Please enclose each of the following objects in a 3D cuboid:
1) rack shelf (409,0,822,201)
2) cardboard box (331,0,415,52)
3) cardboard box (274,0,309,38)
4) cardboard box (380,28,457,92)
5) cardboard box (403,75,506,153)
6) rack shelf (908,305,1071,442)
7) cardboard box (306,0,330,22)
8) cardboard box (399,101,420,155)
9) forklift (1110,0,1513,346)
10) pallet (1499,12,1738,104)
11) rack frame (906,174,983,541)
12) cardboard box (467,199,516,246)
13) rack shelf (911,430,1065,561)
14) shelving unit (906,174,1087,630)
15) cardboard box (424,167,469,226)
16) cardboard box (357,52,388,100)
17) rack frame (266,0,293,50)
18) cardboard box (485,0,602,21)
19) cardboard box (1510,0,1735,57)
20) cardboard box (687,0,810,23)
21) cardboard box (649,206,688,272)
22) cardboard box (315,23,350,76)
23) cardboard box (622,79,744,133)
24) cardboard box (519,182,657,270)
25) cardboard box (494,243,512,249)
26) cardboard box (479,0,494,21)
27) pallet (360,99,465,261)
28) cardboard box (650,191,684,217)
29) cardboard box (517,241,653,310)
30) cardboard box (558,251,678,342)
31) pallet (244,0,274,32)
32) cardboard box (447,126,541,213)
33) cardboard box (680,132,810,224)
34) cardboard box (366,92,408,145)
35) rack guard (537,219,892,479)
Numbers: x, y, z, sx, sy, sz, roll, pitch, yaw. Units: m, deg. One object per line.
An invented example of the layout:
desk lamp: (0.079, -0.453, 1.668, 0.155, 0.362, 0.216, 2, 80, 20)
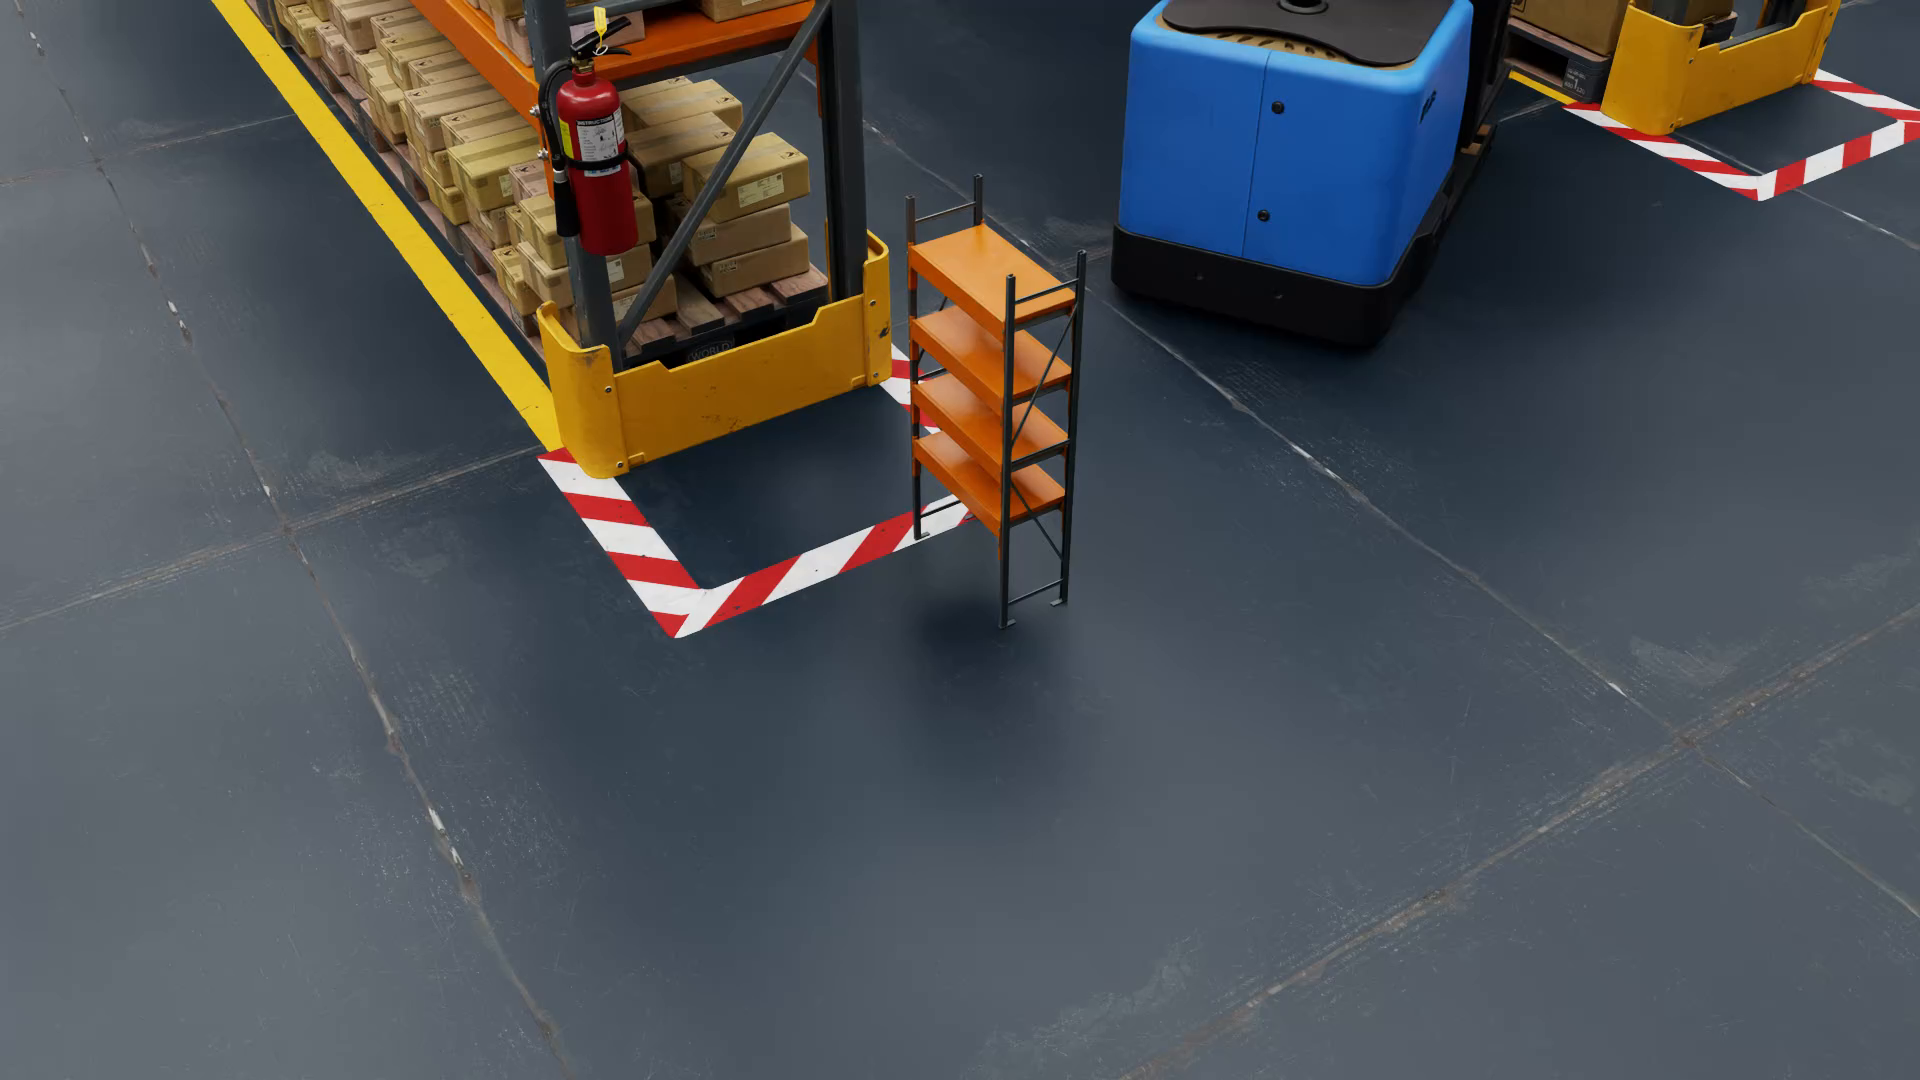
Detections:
rack shelf: (-1.838, -2.393, 6.340, 1.077, 0.370, 4.000, -22, 45, -24)
cardboard box: (-2.400, -2.199, 6.980, 0.380, 0.149, 0.250, -21, 44, -24)
cardboard box: (-2.988, -2.507, 7.815, 0.380, 0.149, 0.250, -24, 46, -26)
cardboard box: (-2.084, -1.934, 6.661, 0.380, 0.149, 0.250, -22, 45, -24)
cardboard box: (-1.871, -1.621, 6.287, 0.380, 0.149, 0.250, -21, 44, -23)
rack shelf: (0.089, -0.492, 4.658, 0.258, 0.148, 0.480, -22, 45, -24)
cardboard box: (-2.776, -2.517, 7.594, 0.380, 0.149, 0.250, -22, 45, -24)
cardboard box: (-1.979, -1.656, 6.561, 0.380, 0.149, 0.250, -20, 44, -22)
forklift: (1.671, -2.764, 6.277, 1.130, 2.935, 3.031, 17, 43, 20)
pallet: (2.978, -2.576, 8.176, 1.003, 0.211, 1.213, -22, 45, -24)
rack frame: (-0.042, -0.503, 4.917, 0.240, 1.200, 0.015, -22, 45, -24)
cardboard box: (-1.568, -1.236, 6.057, 0.380, 0.149, 0.250, -24, 45, -26)
rack shelf: (0.089, -0.167, 4.929, 0.258, 0.148, 0.480, -22, 45, -24)
shelving unit: (0.089, -0.372, 4.759, 0.258, 1.200, 0.503, -22, 45, -24)
cardboard box: (-1.848, -1.389, 6.473, 0.380, 0.149, 0.250, -24, 46, -26)
cardboard box: (-2.262, -1.937, 6.898, 0.380, 0.149, 0.250, -23, 45, -25)
rack frame: (-2.913, -3.748, 7.405, 1.000, 3.000, 0.127, -22, 45, -24)
cardboard box: (-1.221, -1.896, 4.872, 0.500, 0.500, 0.500, -21, 44, -24)
cardboard box: (3.062, -2.905, 7.725, 0.875, 0.875, 0.875, -22, 45, -24)
cardboard box: (-0.660, -1.781, 5.240, 0.380, 0.149, 0.250, -23, 45, -25)
cardboard box: (-0.984, -1.162, 6.200, 0.380, 0.149, 0.250, -22, 45, -25)
cardboard box: (-2.668, -2.247, 7.503, 0.380, 0.149, 0.250, -22, 45, -25)
cardboard box: (-1.035, -1.571, 6.227, 0.380, 0.149, 0.250, -22, 45, -25)
cardboard box: (-1.261, -1.083, 5.640, 0.380, 0.149, 0.250, -22, 44, -24)
cardboard box: (-1.514, -1.144, 6.179, 0.380, 0.149, 0.250, -22, 45, -25)
cardboard box: (-1.278, -1.719, 5.166, 0.380, 0.149, 0.250, -22, 45, -24)
pallet: (-1.862, -1.668, 7.086, 1.003, 0.211, 1.213, -22, 45, -24)
cardboard box: (-0.927, -1.308, 6.143, 0.380, 0.149, 0.250, -22, 45, -25)
cardboard box: (-1.287, -0.956, 5.721, 0.380, 0.149, 0.250, -23, 45, -25)
cardboard box: (-1.221, -0.868, 5.847, 0.380, 0.149, 0.250, -21, 44, -24)
pallet: (-3.333, -3.097, 8.802, 1.003, 0.211, 1.213, -22, 45, -24)
cardboard box: (-1.594, -1.334, 5.942, 0.380, 0.149, 0.250, -23, 45, -25)
cardboard box: (-0.758, -1.284, 5.882, 0.380, 0.149, 0.250, -24, 46, -26)
cardboard box: (-2.256, -1.821, 6.991, 0.380, 0.149, 0.250, -23, 45, -26)
rack guard: (-0.803, -0.670, 5.664, 1.175, 0.500, 0.348, -22, 45, -24)
